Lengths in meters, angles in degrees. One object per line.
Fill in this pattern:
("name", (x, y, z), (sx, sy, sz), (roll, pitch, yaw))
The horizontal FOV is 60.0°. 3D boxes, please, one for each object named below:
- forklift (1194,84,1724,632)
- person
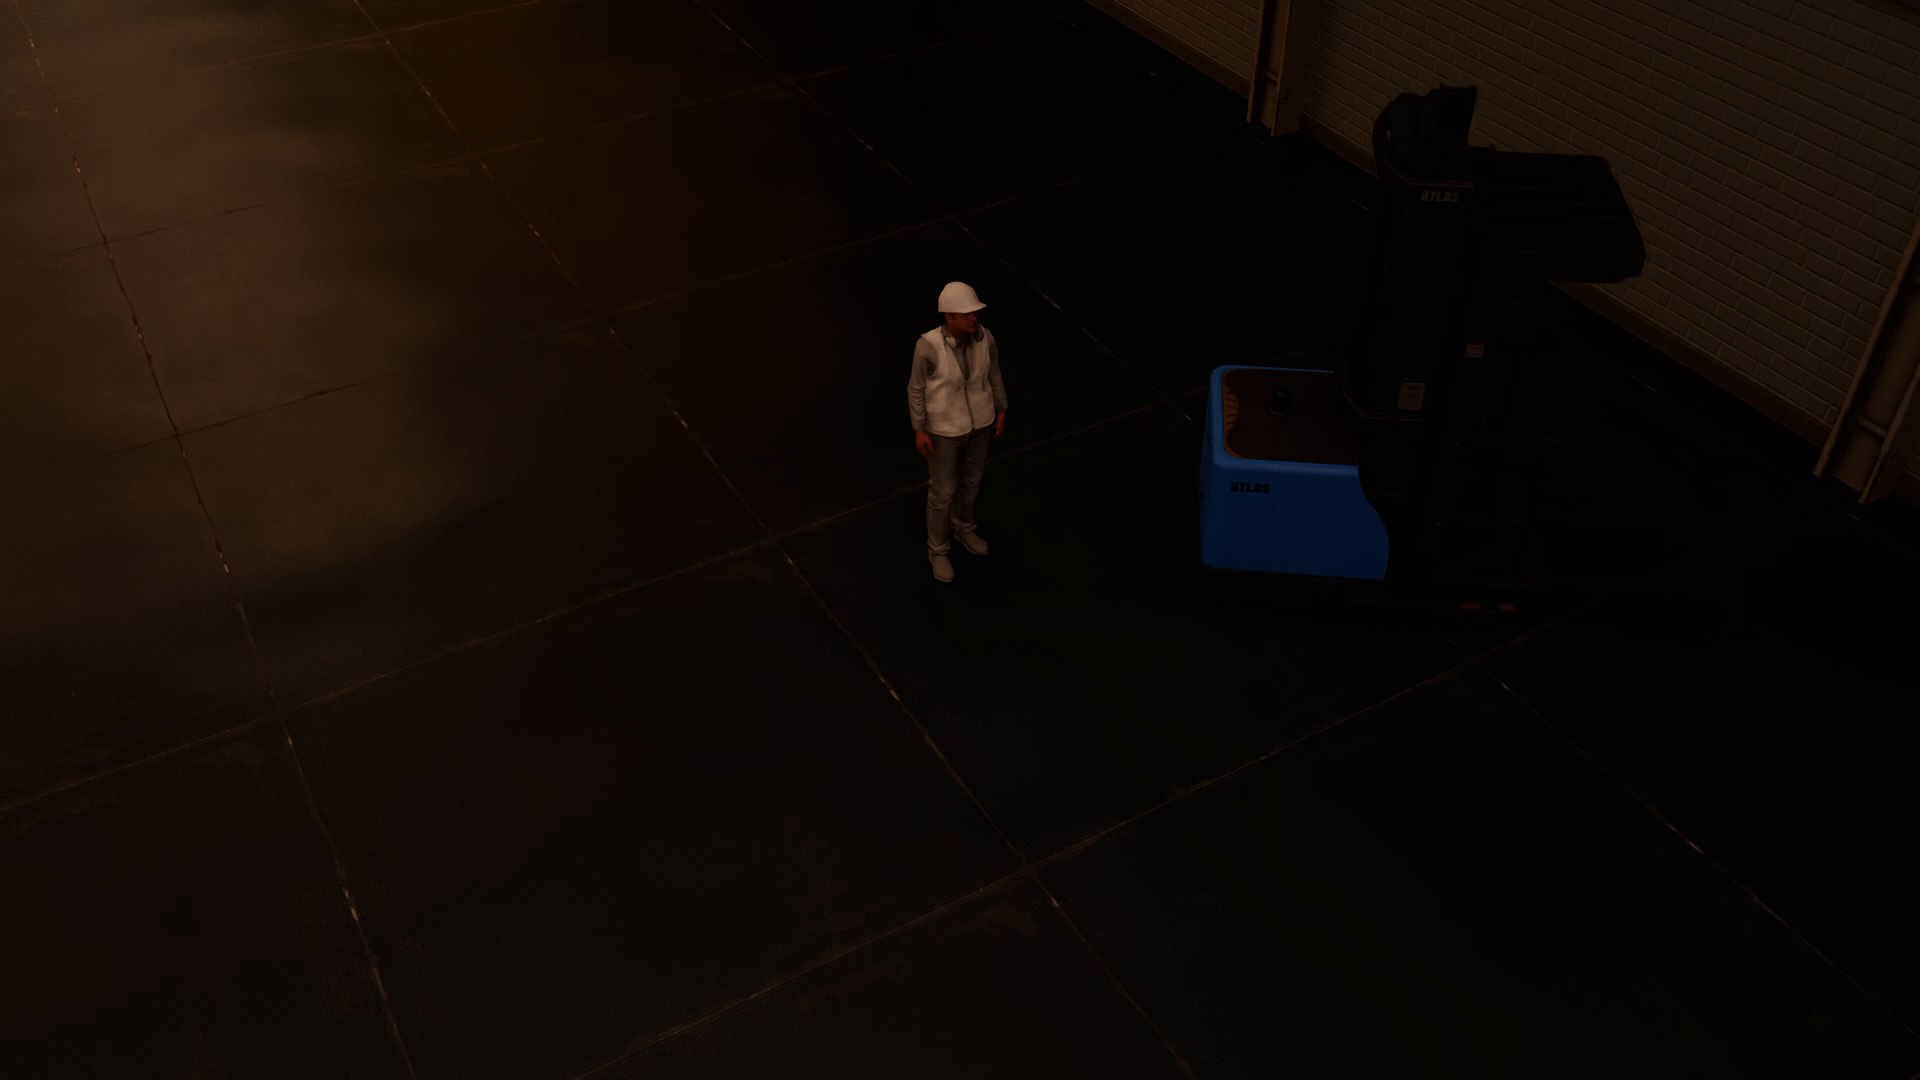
("forklift", (2.944, -0.953, 9.185), (3.031, 2.935, 1.130), (4, 40, 5))
("person", (0.026, -0.649, 9.718), (0.634, 1.771, 0.565), (-20, 44, -23))
